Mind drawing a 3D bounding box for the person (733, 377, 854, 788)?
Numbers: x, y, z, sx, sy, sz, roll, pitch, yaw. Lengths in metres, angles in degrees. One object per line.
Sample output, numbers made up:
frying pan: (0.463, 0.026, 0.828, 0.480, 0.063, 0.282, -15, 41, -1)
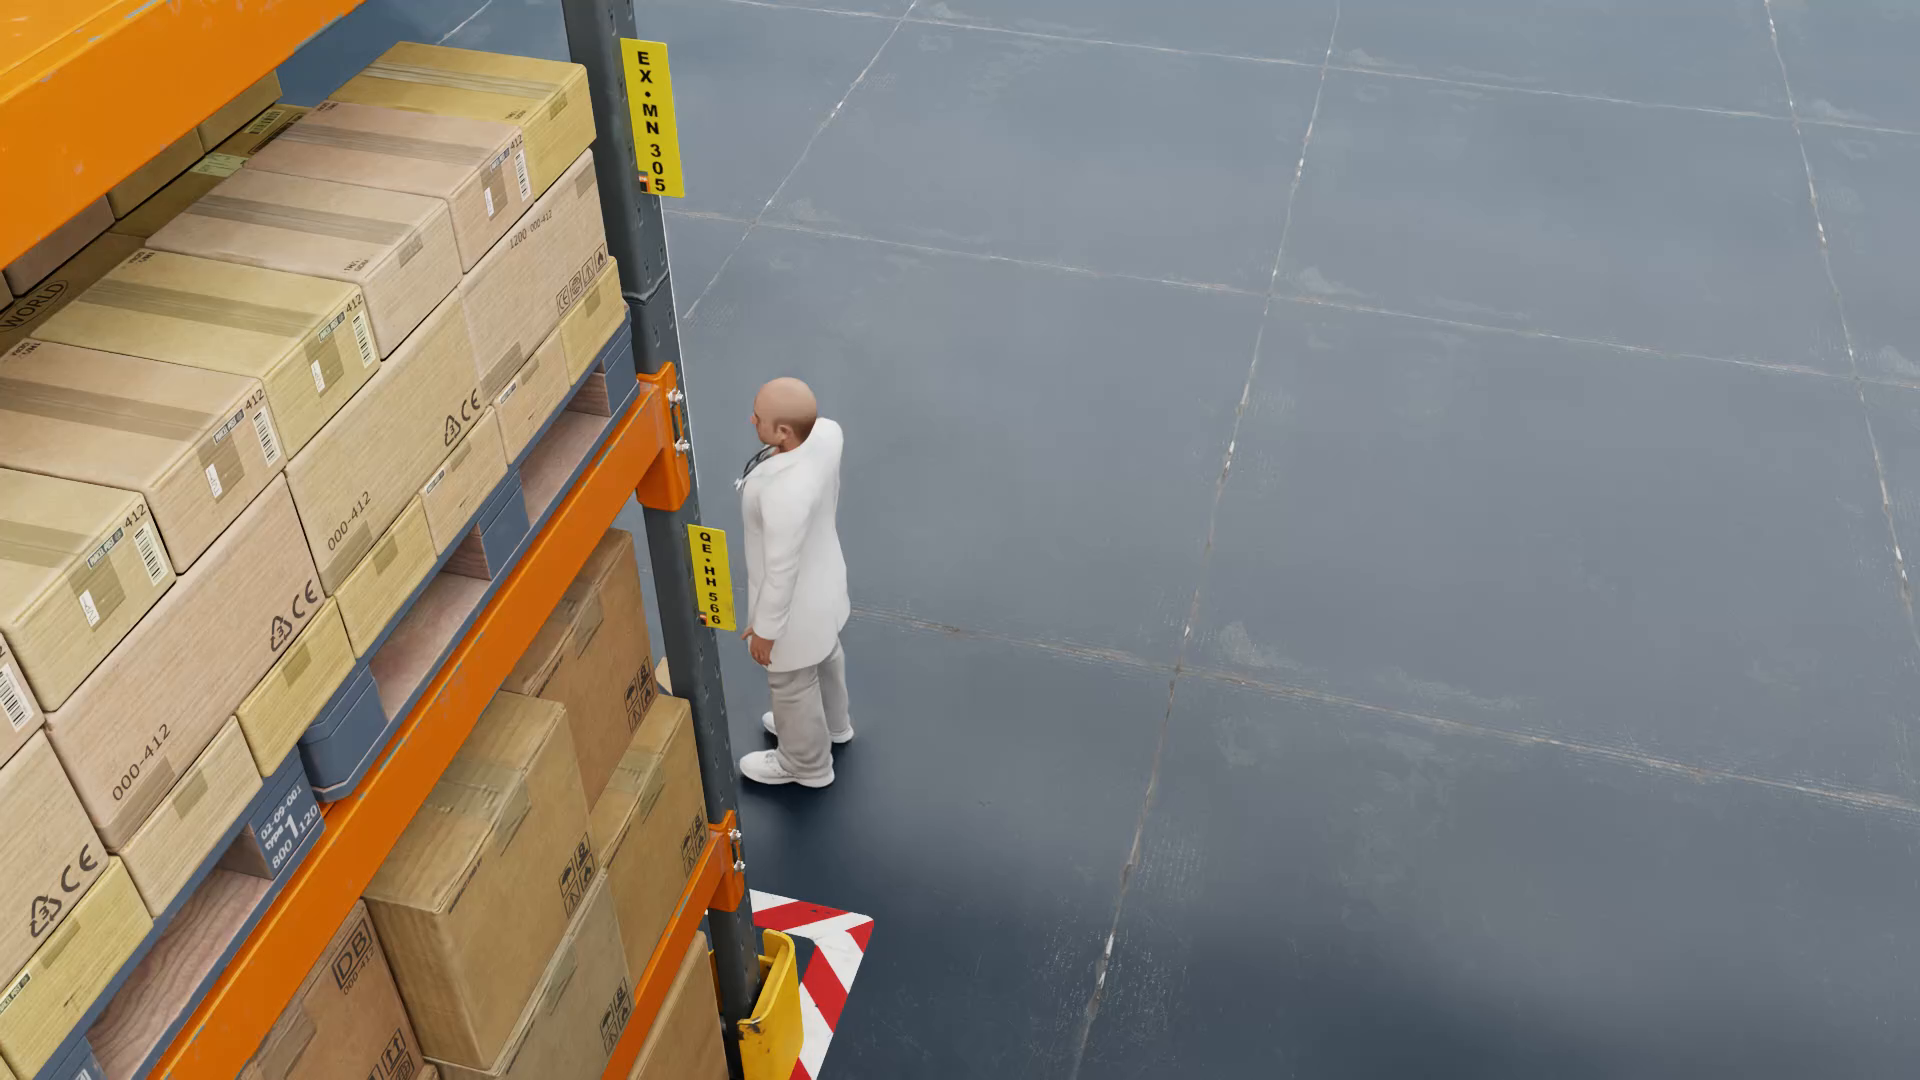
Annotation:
person: (-0.630, 0.165, 5.956, 0.400, 1.790, 0.615, 11, 42, 12)
